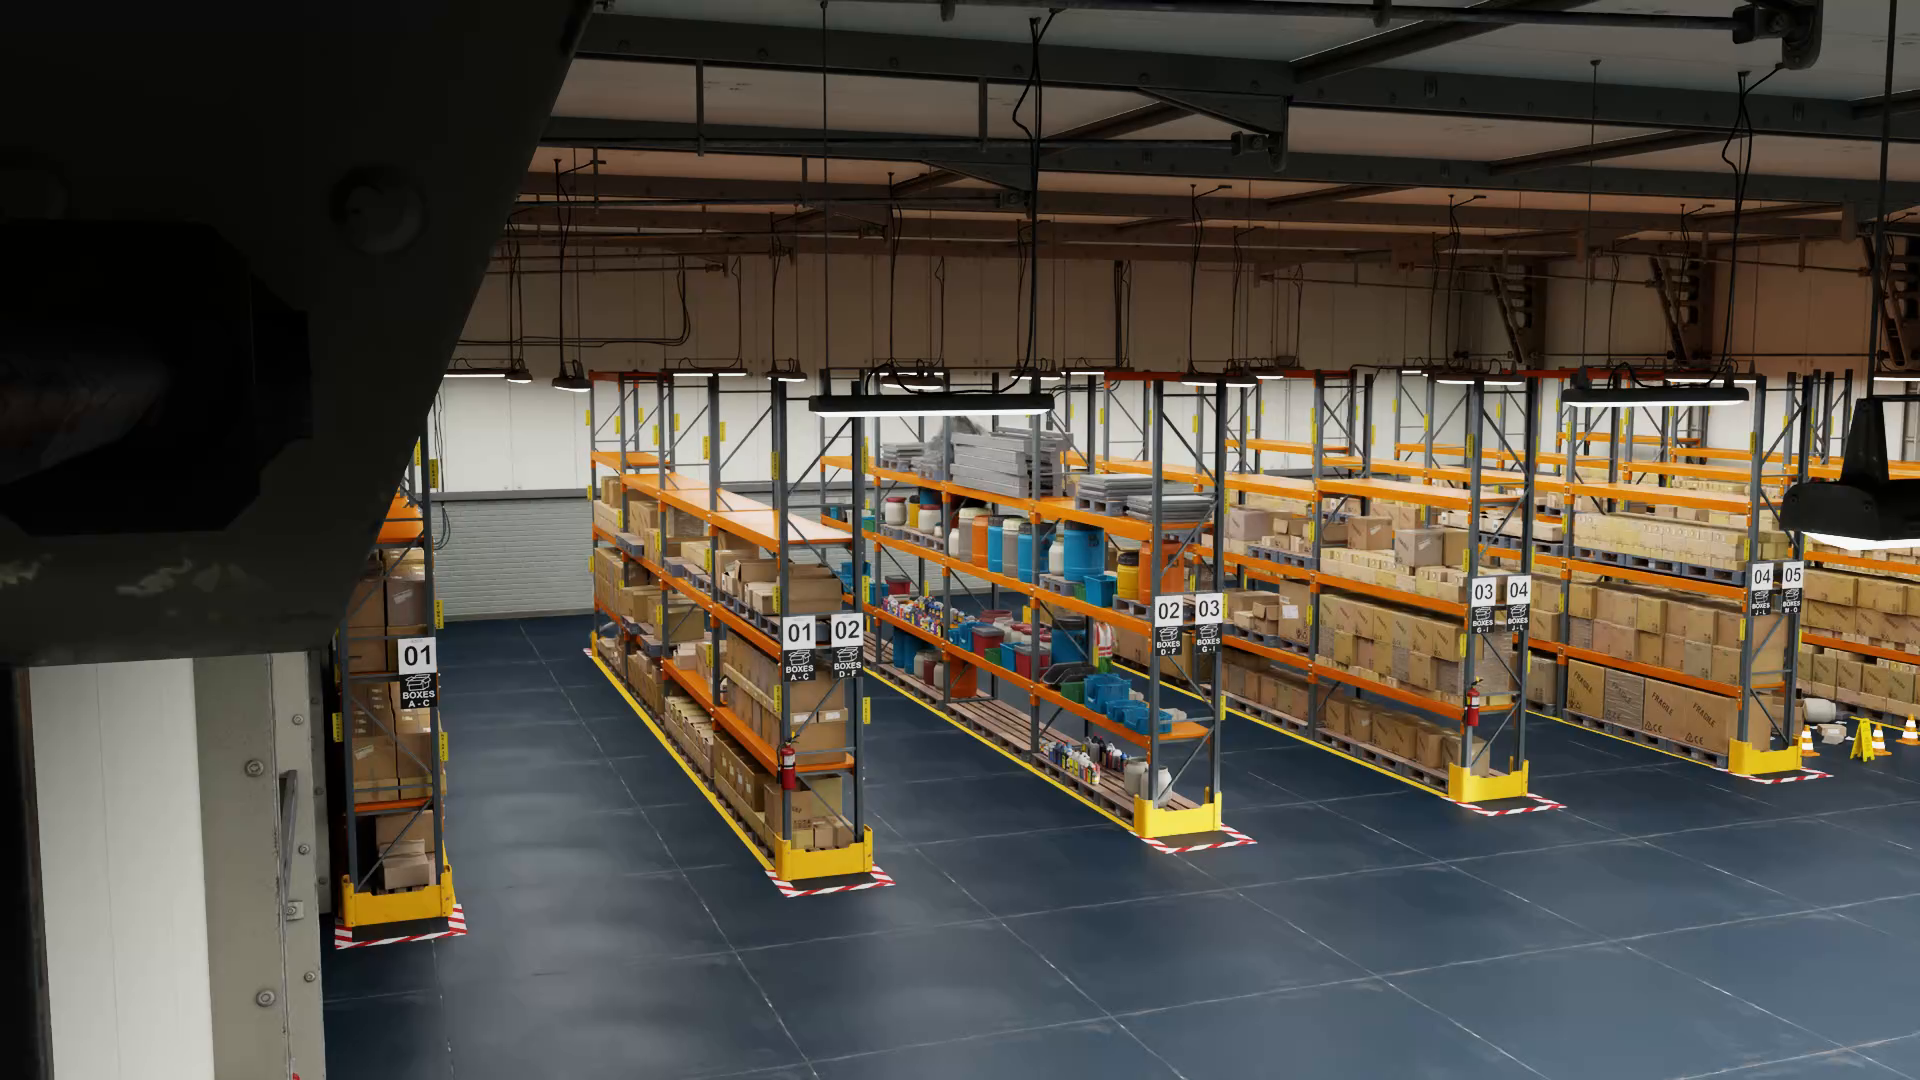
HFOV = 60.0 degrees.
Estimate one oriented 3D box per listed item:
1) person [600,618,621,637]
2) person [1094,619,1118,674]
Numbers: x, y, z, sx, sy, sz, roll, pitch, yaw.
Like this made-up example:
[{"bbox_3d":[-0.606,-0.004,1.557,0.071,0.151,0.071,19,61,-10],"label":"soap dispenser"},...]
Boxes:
[{"bbox_3d":[-7.561,1.475,36.220,0.808,1.700,0.651,-3,7,-25],"label":"person"},{"bbox_3d":[2.562,2.115,29.833,0.637,1.781,0.698,-4,8,-34],"label":"person"}]
